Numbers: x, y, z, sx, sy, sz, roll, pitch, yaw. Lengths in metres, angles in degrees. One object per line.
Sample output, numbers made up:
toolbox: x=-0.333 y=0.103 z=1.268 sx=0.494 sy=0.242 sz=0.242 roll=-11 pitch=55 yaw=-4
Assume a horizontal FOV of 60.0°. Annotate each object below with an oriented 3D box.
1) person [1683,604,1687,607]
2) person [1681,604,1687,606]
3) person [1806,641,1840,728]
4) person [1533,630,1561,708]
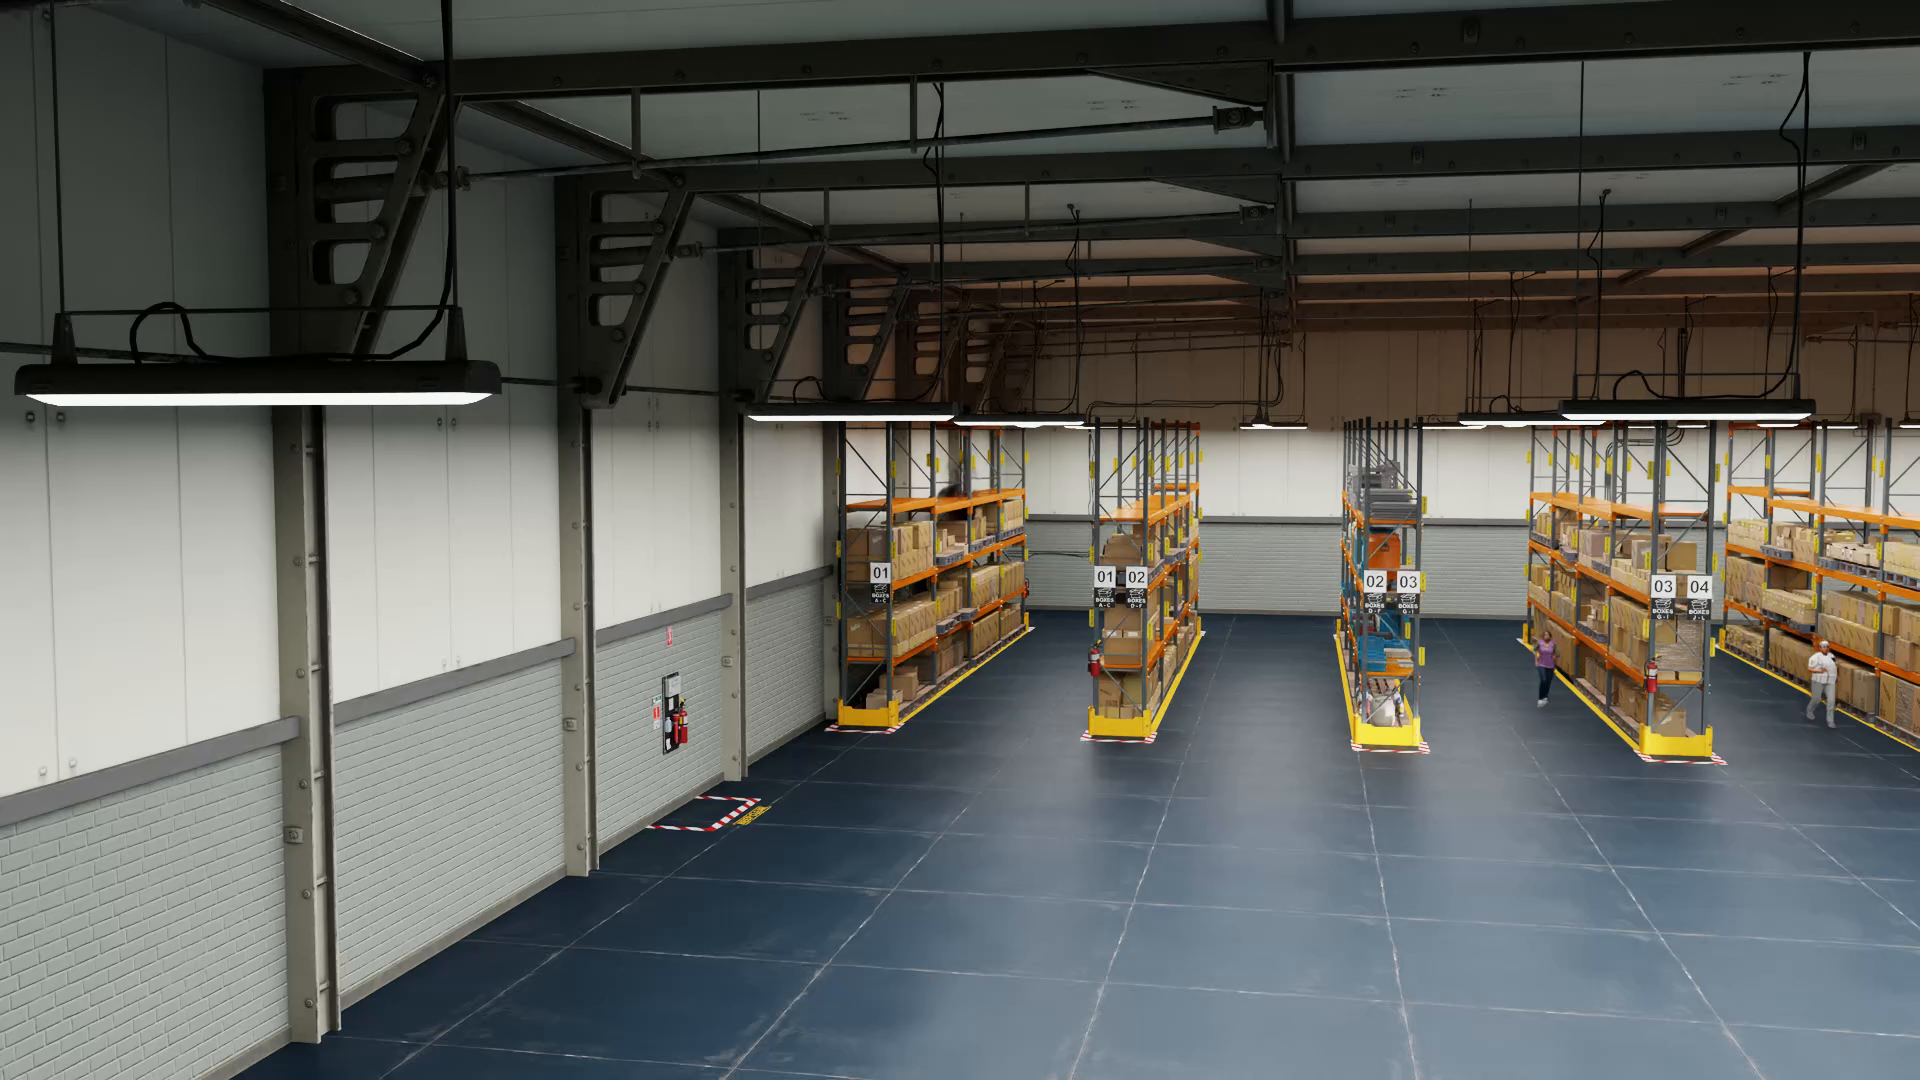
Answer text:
person: x=19.504 y=1.998 z=45.254 sx=0.580 sy=1.601 sz=0.694 roll=0 pitch=4 yaw=-7
person: x=18.935 y=2.036 z=44.104 sx=0.560 sy=1.674 sz=0.717 roll=-3 pitch=5 yaw=-41
person: x=16.833 y=2.782 z=32.406 sx=0.614 sy=1.643 sz=0.917 roll=0 pitch=4 yaw=7
person: x=12.231 y=2.677 z=34.663 sx=0.530 sy=1.621 sz=0.700 roll=1 pitch=4 yaw=11
